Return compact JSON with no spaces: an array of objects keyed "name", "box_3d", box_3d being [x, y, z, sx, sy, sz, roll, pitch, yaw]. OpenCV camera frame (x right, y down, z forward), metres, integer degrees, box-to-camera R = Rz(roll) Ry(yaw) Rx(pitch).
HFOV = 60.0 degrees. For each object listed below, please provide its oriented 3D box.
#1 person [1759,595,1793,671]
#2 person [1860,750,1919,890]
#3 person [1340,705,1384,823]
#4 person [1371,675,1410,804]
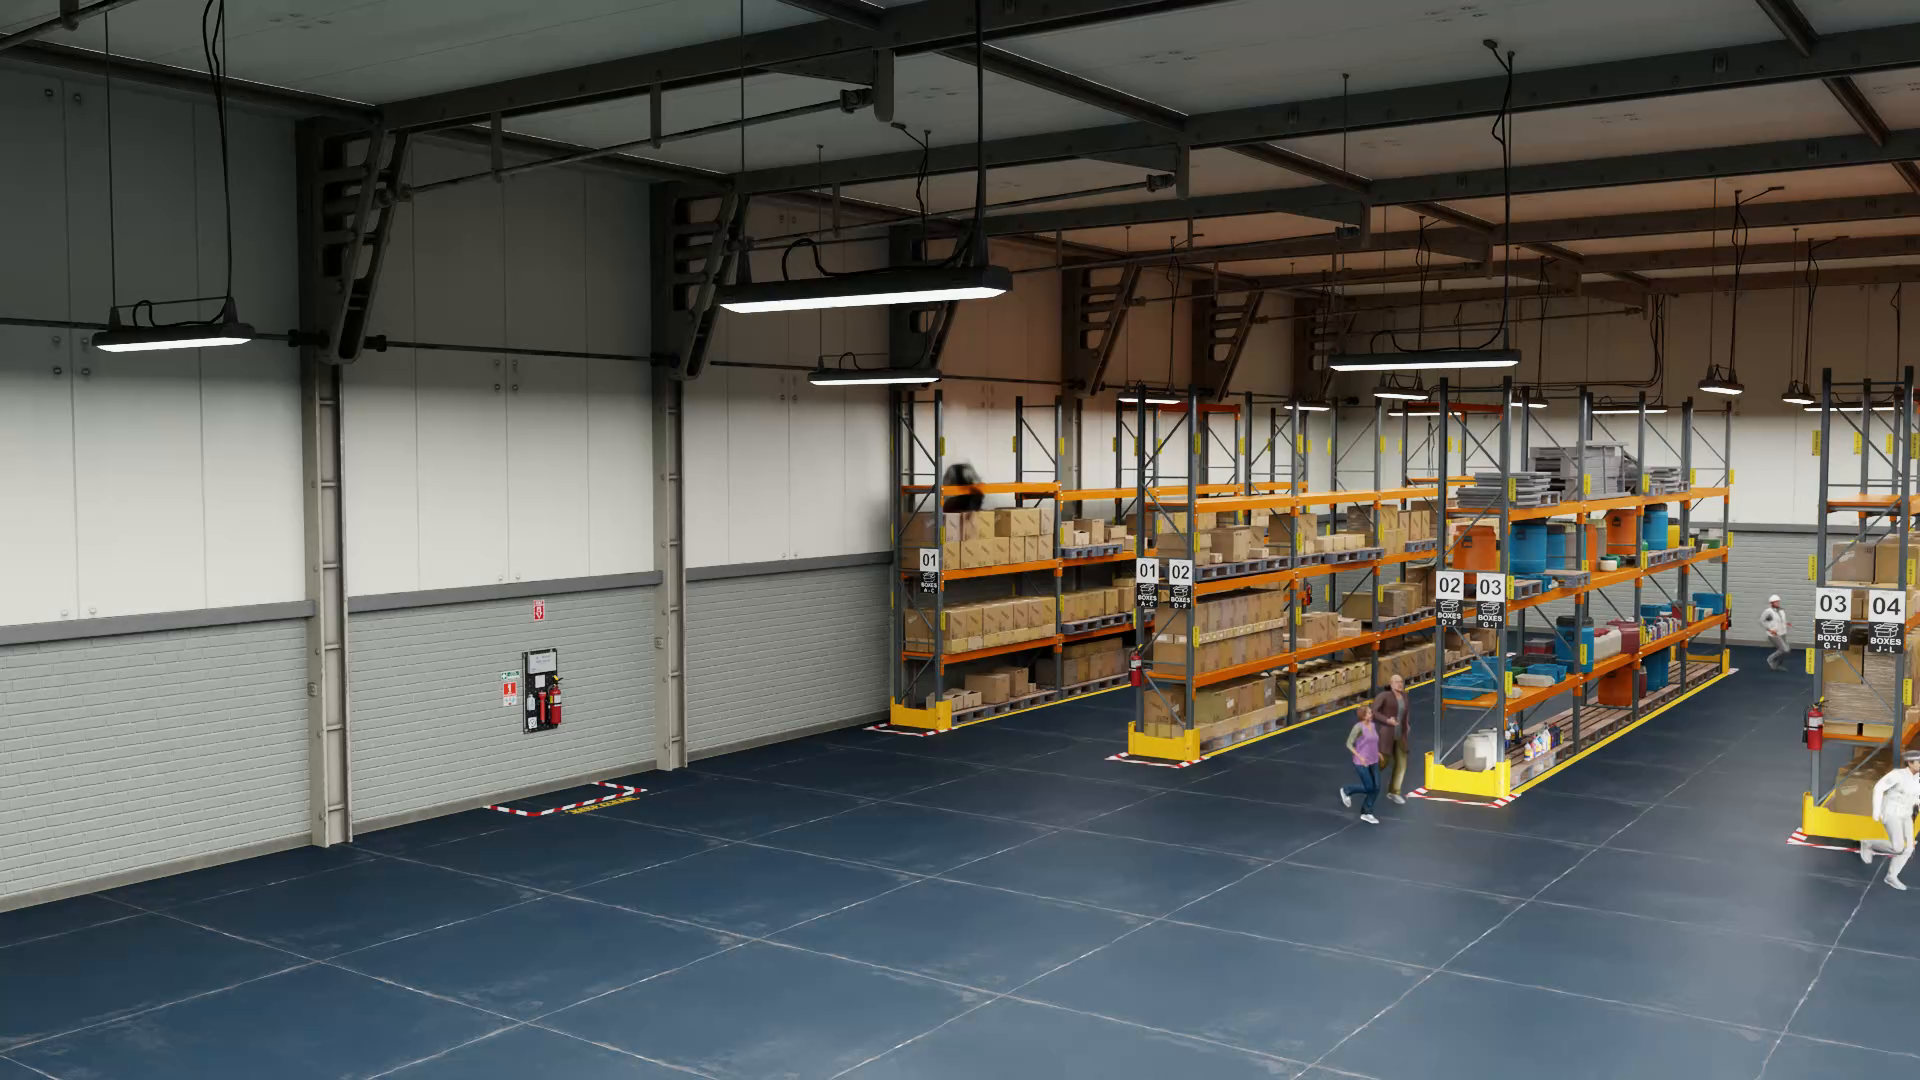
[{"name":"person","box_3d":[18.165,2.073,36.918,0.663,1.701,0.551,-2,4,-31]},{"name":"person","box_3d":[10.667,3.149,18.996,0.611,1.624,0.739,-2,4,-27]},{"name":"person","box_3d":[5.387,2.981,22.276,0.536,1.563,0.577,-2,4,-36]},{"name":"person","box_3d":[6.132,2.794,23.635,0.720,1.779,0.937,-1,3,-17]}]
